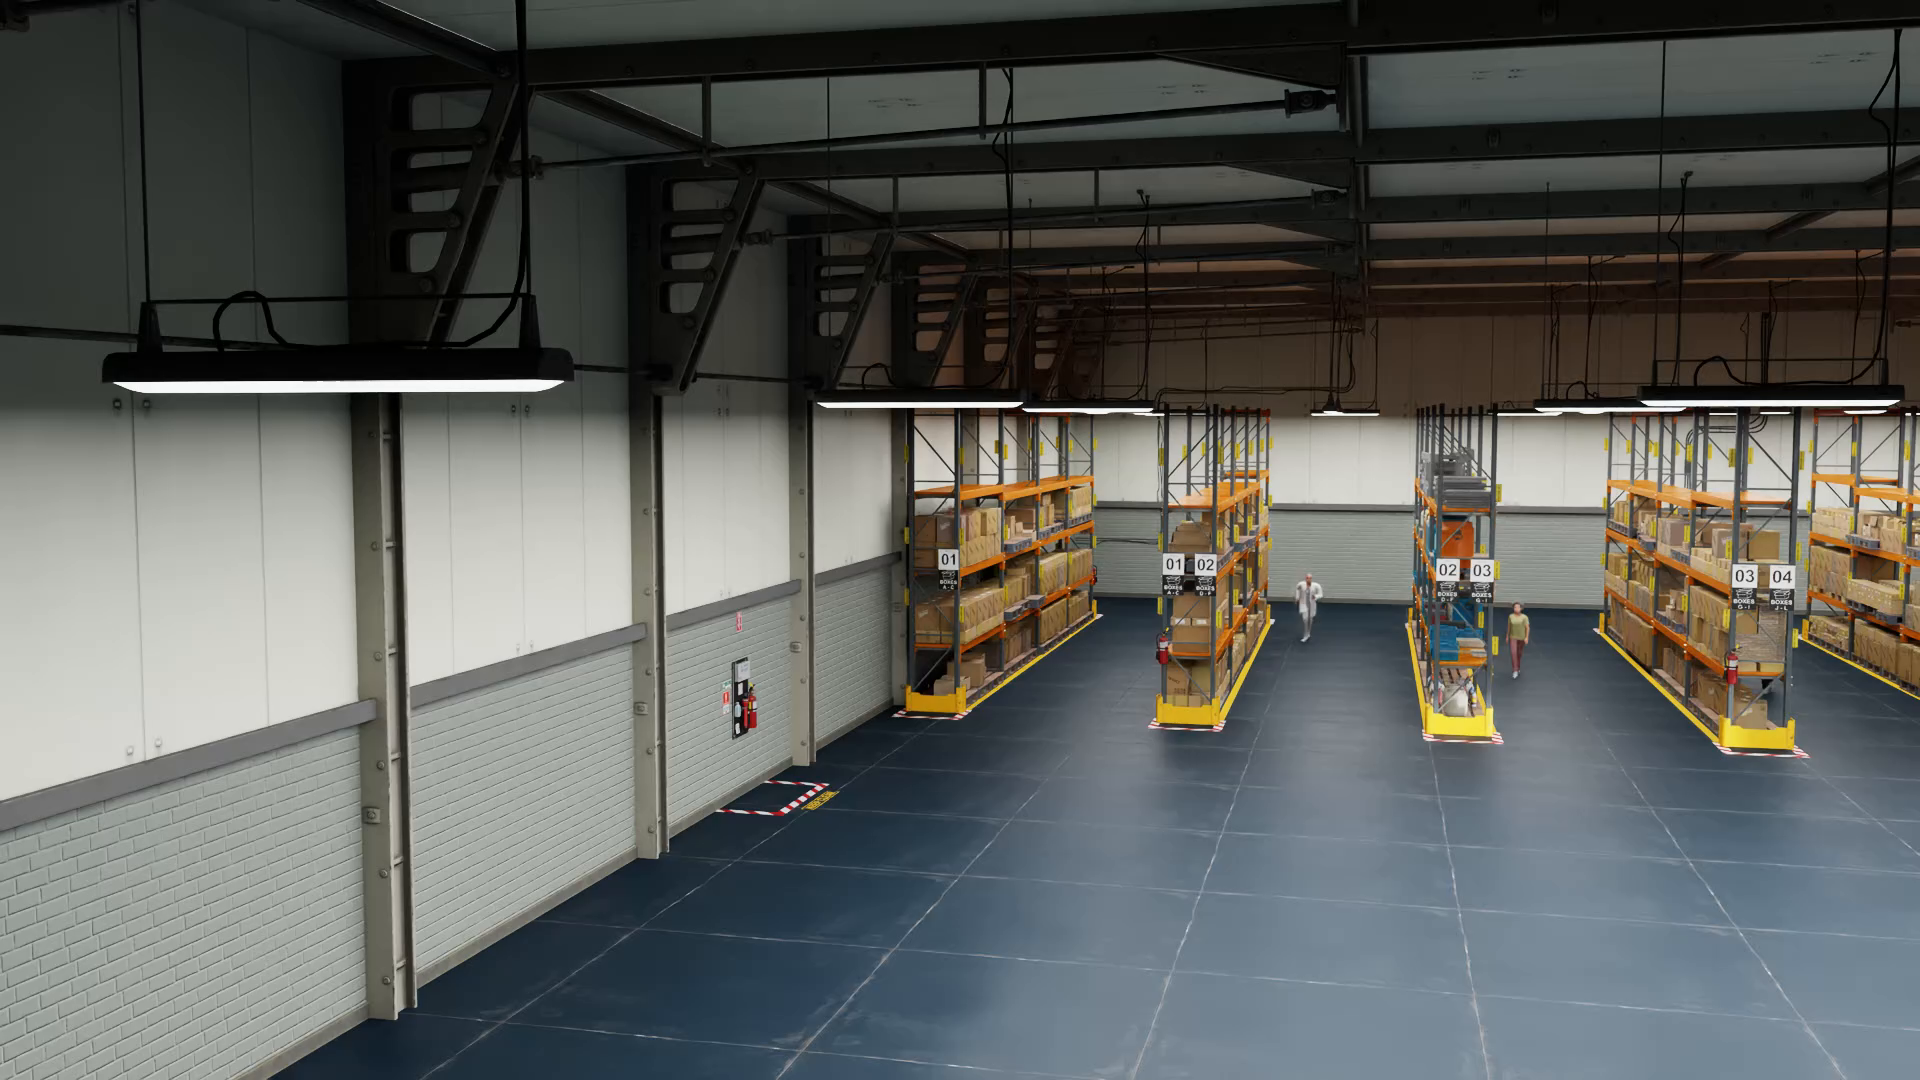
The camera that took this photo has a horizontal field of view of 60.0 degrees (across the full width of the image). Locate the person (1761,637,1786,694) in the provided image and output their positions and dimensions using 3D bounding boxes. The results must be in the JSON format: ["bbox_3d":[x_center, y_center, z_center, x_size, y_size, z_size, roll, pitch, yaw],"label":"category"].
[{"bbox_3d":[16.822,2.375,34.557,0.750,1.683,0.637,2,4,22],"label":"person"}]

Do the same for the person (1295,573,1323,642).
[{"bbox_3d":[9.006,1.737,42.970,0.669,1.783,1.051,0,4,2],"label":"person"}]

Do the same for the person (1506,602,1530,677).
[{"bbox_3d":[12.421,2.197,36.963,0.455,1.609,0.998,1,4,8],"label":"person"}]
